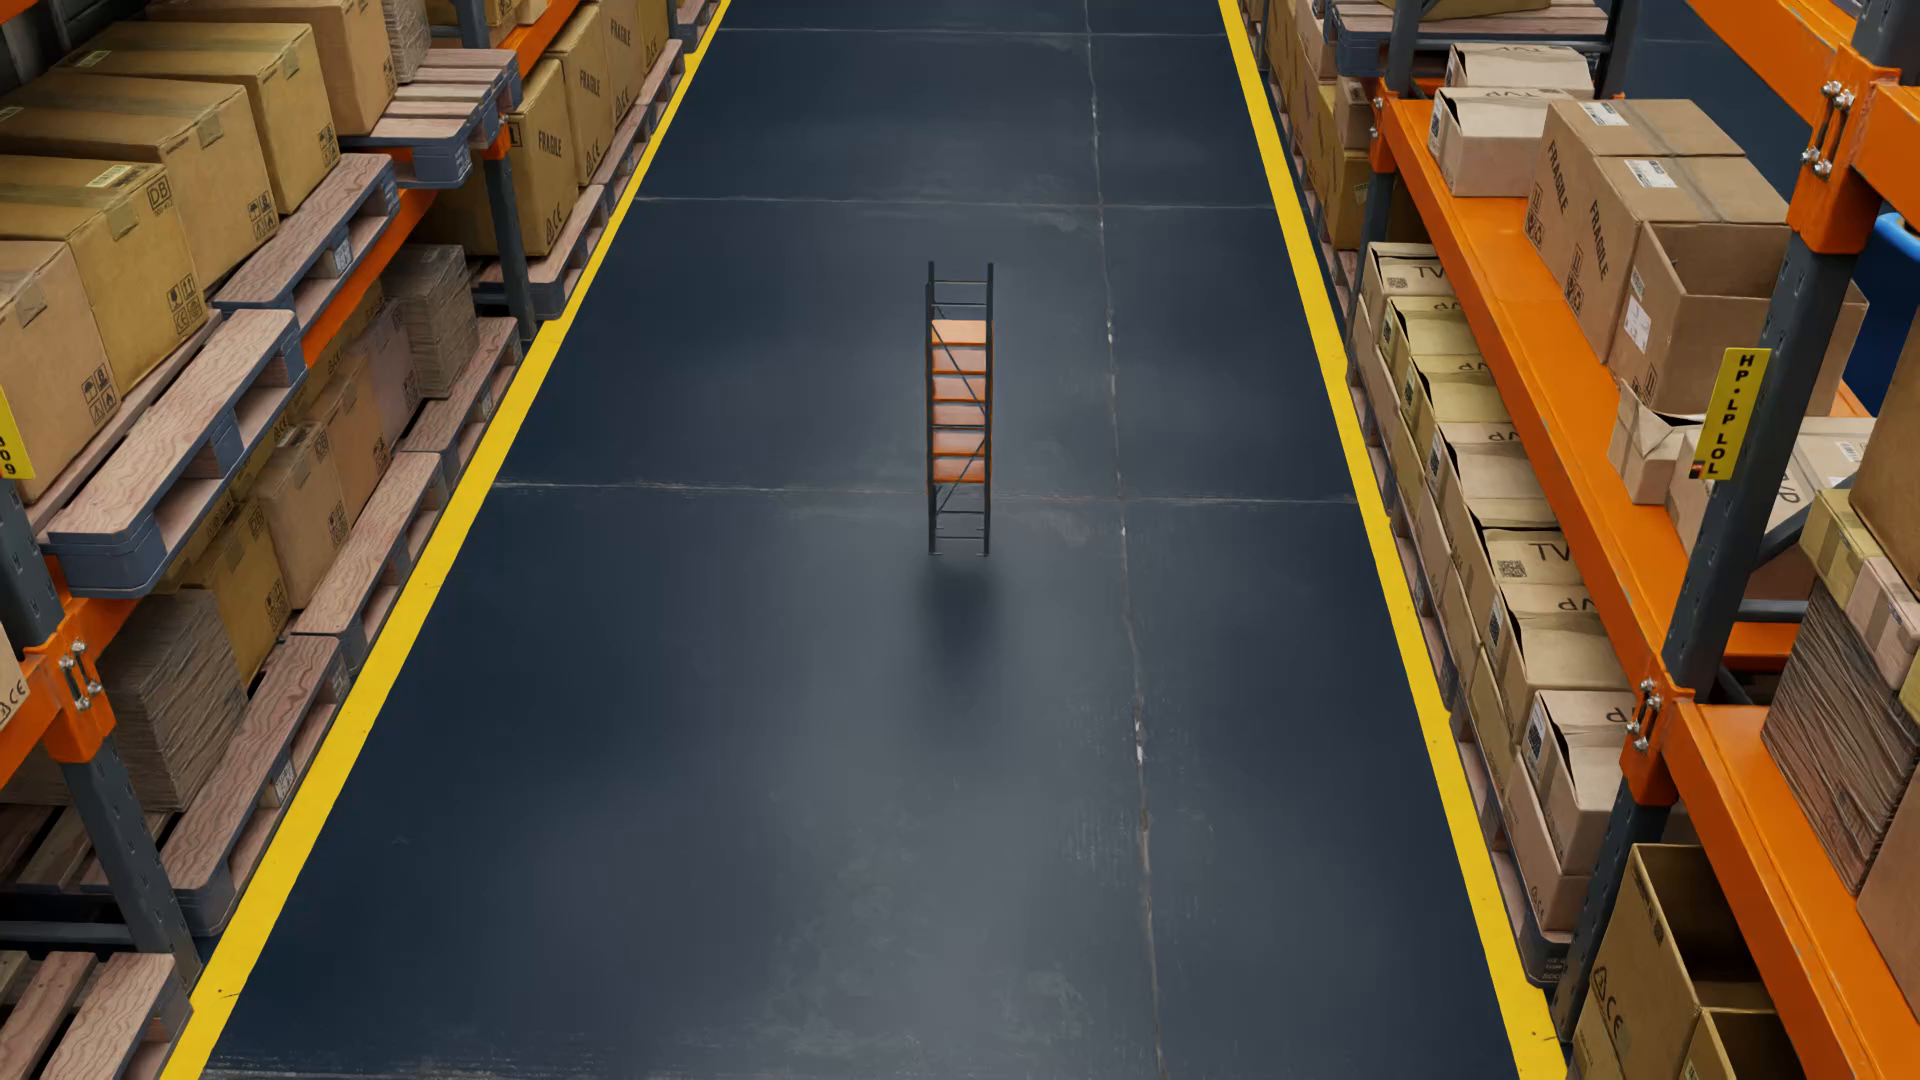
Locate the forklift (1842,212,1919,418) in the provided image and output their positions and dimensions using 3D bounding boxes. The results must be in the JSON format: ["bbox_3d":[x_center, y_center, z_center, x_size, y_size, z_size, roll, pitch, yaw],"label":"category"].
[{"bbox_3d":[5.242,-1.455,6.272,3.031,2.935,1.130,-3,35,-4],"label":"forklift"}]

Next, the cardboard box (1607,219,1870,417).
[{"bbox_3d":[2.271,-0.604,4.914,0.500,0.500,0.500,4,35,5],"label":"cardboard box"}]

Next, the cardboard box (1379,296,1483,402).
[{"bbox_3d":[2.036,-0.798,6.816,0.500,0.311,0.500,1,35,1],"label":"cardboard box"}]

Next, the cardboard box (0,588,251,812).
[{"bbox_3d":[-2.734,0.487,5.239,0.700,0.500,0.500,2,35,3],"label":"cardboard box"}]

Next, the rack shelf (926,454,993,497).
[{"bbox_3d":[-0.001,-0.250,6.557,0.258,0.103,0.180,1,35,2],"label":"rack shelf"}]

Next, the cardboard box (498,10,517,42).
[{"bbox_3d":[-2.323,-2.464,7.849,0.380,0.149,0.250,2,35,3],"label":"cardboard box"}]

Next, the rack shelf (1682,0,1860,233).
[{"bbox_3d":[2.283,-1.902,4.864,1.077,0.370,4.000,1,35,2],"label":"rack shelf"}]

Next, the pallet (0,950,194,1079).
[{"bbox_3d":[-2.739,1.595,4.296,1.003,0.211,1.213,1,35,2],"label":"pallet"}]

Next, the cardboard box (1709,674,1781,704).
[{"bbox_3d":[2.494,0.385,5.132,0.500,0.311,0.500,1,35,1],"label":"cardboard box"}]

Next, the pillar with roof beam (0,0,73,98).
[{"bbox_3d":[0.799,-3.858,4.414,9.100,9.000,0.400,1,35,2],"label":"pillar with roof beam"}]

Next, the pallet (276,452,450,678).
[{"bbox_3d":[-2.671,0.059,6.483,1.003,0.211,1.213,1,35,2],"label":"pallet"}]

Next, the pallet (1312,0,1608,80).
[{"bbox_3d":[2.321,-2.431,7.767,1.213,0.211,1.003,1,35,2],"label":"pallet"}]

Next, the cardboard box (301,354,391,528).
[{"bbox_3d":[-2.692,-0.393,6.492,0.700,0.500,0.500,1,35,2],"label":"cardboard box"}]

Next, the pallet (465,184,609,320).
[{"bbox_3d":[-2.479,-1.541,8.759,1.003,0.211,1.213,1,35,2],"label":"pallet"}]

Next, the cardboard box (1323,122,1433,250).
[{"bbox_3d":[2.166,-1.818,8.520,0.500,0.500,0.500,3,35,4],"label":"cardboard box"}]

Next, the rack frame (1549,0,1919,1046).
[{"bbox_3d":[2.203,0.180,3.885,1.000,3.000,0.127,1,35,2],"label":"rack frame"}]

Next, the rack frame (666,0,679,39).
[{"bbox_3d":[-2.426,-4.528,10.585,1.000,3.000,0.127,1,35,2],"label":"rack frame"}]

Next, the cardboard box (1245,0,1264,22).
[{"bbox_3d":[2.264,-3.907,11.492,0.500,0.500,0.500,1,35,2],"label":"cardboard box"}]

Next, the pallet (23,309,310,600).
[{"bbox_3d":[-2.571,-0.290,4.720,1.003,0.211,1.213,1,35,2],"label":"pallet"}]

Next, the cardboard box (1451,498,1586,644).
[{"bbox_3d":[1.970,0.079,5.568,0.500,0.311,0.500,1,35,2],"label":"cardboard box"}]

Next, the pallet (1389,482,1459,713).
[{"bbox_3d":[2.240,0.194,6.290,1.003,0.211,1.213,1,35,2],"label":"pallet"}]

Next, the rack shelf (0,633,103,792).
[{"bbox_3d":[-2.827,1.511,2.617,1.077,0.370,4.000,1,35,2],"label":"rack shelf"}]

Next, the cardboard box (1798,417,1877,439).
[{"bbox_3d":[2.443,-0.222,4.675,0.380,0.149,0.250,1,35,2],"label":"cardboard box"}]

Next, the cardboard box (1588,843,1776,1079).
[{"bbox_3d":[1.871,1.086,3.971,0.500,0.500,0.500,1,35,2],"label":"cardboard box"}]

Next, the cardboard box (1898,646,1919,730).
[{"bbox_3d":[1.980,0.316,3.040,0.380,0.149,0.250,0,35,1],"label":"cardboard box"}]

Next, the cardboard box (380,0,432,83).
[{"bbox_3d":[-2.595,-2.181,6.775,0.700,0.500,0.500,-3,35,-4],"label":"cardboard box"}]

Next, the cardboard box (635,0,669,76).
[{"bbox_3d":[-2.322,-3.444,10.547,0.750,0.750,0.750,2,35,2],"label":"cardboard box"}]

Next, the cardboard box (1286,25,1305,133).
[{"bbox_3d":[2.223,-2.708,9.785,0.500,0.500,0.500,2,35,2],"label":"cardboard box"}]

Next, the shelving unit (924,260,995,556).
[{"bbox_3d":[-0.001,-0.483,6.393,0.258,1.200,0.189,1,35,2],"label":"shelving unit"}]

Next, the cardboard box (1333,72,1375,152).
[{"bbox_3d":[2.164,-2.157,8.350,0.500,0.250,0.500,3,35,4],"label":"cardboard box"}]

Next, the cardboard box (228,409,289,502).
[{"bbox_3d":[-2.703,-0.372,5.809,0.500,0.250,0.500,0,35,1],"label":"cardboard box"}]

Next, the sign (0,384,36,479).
[{"bbox_3d":[-2.205,-0.278,3.784,0.100,0.325,0.005,1,35,2],"label":"sign"}]

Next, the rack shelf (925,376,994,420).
[{"bbox_3d":[-0.001,-0.544,6.350,0.258,0.103,0.180,1,35,2],"label":"rack shelf"}]

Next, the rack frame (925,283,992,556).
[{"bbox_3d":[-0.004,-0.430,6.318,0.240,1.200,0.006,1,35,2],"label":"rack frame"}]

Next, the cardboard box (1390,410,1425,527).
[{"bbox_3d":[2.015,-0.283,6.570,0.500,0.250,0.500,0,35,1],"label":"cardboard box"}]

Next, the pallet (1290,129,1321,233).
[{"bbox_3d":[2.483,-2.104,9.561,1.003,0.211,1.213,1,35,2],"label":"pallet"}]

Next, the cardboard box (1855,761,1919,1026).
[{"bbox_3d":[2.177,0.697,3.062,0.700,0.500,0.500,1,35,1],"label":"cardboard box"}]

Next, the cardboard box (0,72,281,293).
[{"bbox_3d":[-2.668,-1.145,5.300,0.700,0.500,0.500,6,36,8],"label":"cardboard box"}]

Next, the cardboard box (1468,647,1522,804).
[{"bbox_3d":[1.952,0.598,5.317,0.500,0.250,0.500,1,35,1],"label":"cardboard box"}]

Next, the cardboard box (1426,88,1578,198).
[{"bbox_3d":[2.134,-1.572,6.456,0.500,0.311,0.500,1,35,1],"label":"cardboard box"}]

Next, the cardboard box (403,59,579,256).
[{"bbox_3d":[-2.426,-1.942,8.409,0.750,0.750,0.750,1,35,1],"label":"cardboard box"}]

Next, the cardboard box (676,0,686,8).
[{"bbox_3d":[-2.293,-4.105,11.791,0.700,0.500,0.500,2,35,2],"label":"cardboard box"}]
